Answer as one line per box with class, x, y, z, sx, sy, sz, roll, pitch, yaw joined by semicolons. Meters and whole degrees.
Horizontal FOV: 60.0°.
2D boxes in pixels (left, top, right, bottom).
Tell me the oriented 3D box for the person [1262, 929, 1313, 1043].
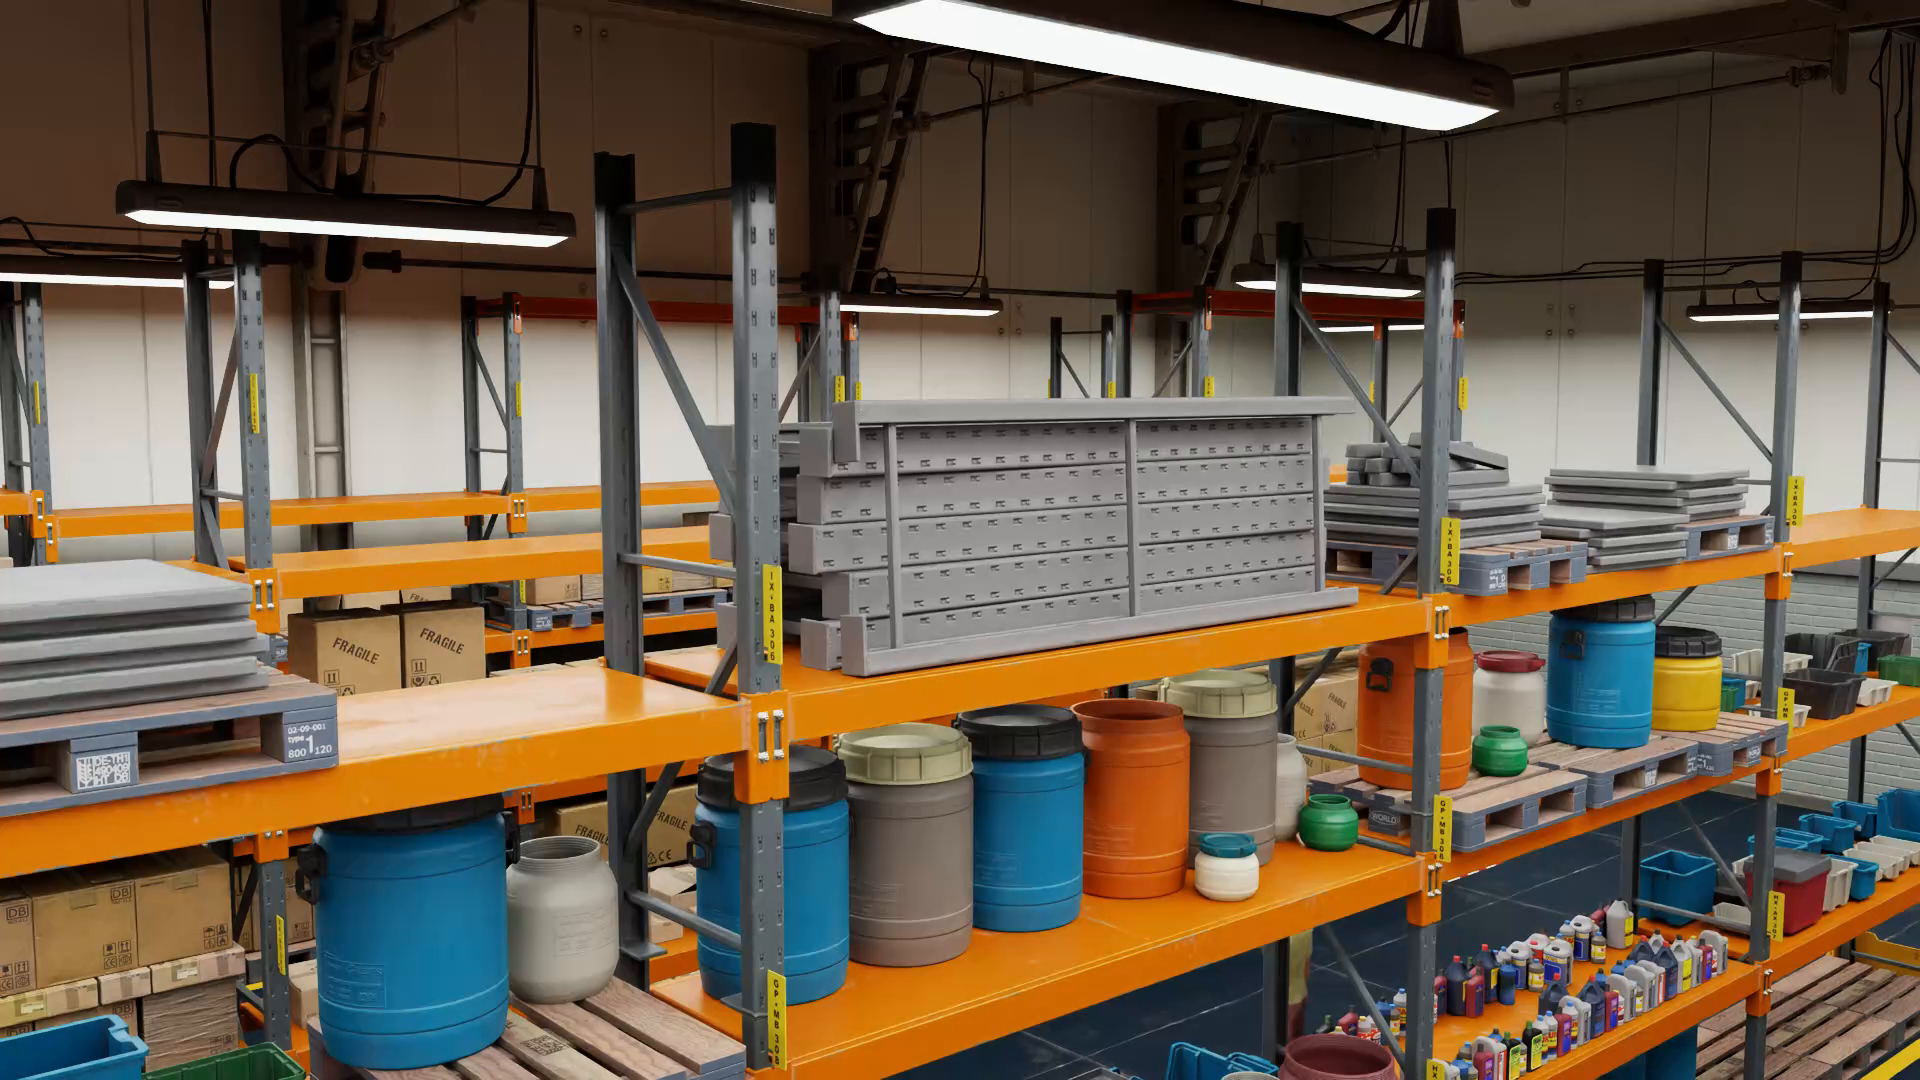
person;2.257;3.232;11.593;0.376;1.675;0.483;3;6;29
